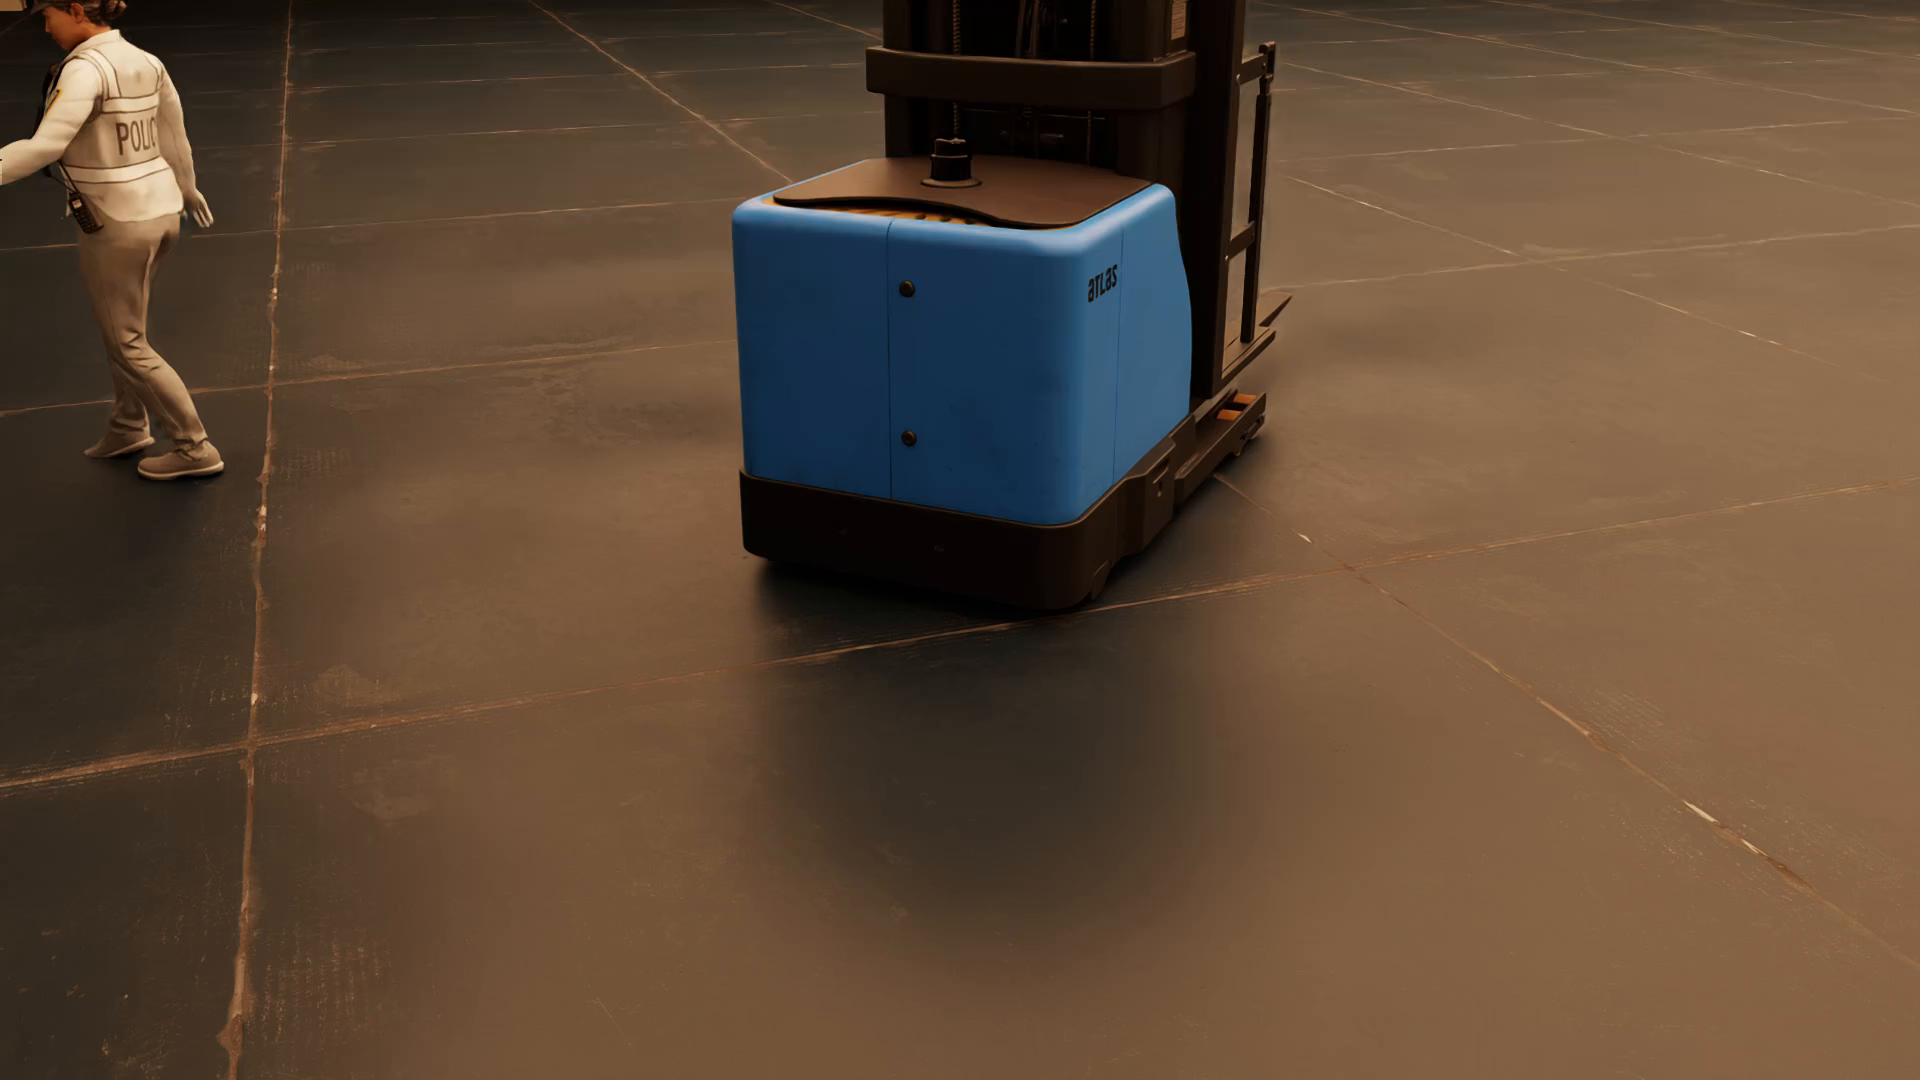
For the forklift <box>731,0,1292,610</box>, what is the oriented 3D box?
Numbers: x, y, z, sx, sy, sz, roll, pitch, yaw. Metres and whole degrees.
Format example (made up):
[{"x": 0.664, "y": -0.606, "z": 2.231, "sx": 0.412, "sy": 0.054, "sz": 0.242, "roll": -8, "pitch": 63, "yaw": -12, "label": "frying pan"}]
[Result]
[{"x": 0.443, "y": -1.701, "z": 5.343, "sx": 1.130, "sy": 2.935, "sz": 3.031, "roll": 10, "pitch": 25, "yaw": 23, "label": "forklift"}]

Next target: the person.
[{"x": -2.778, "y": -0.993, "z": 5.391, "sx": 0.610, "sy": 1.686, "sz": 0.915, "roll": 2, "pitch": 23, "yaw": 5, "label": "person"}]
